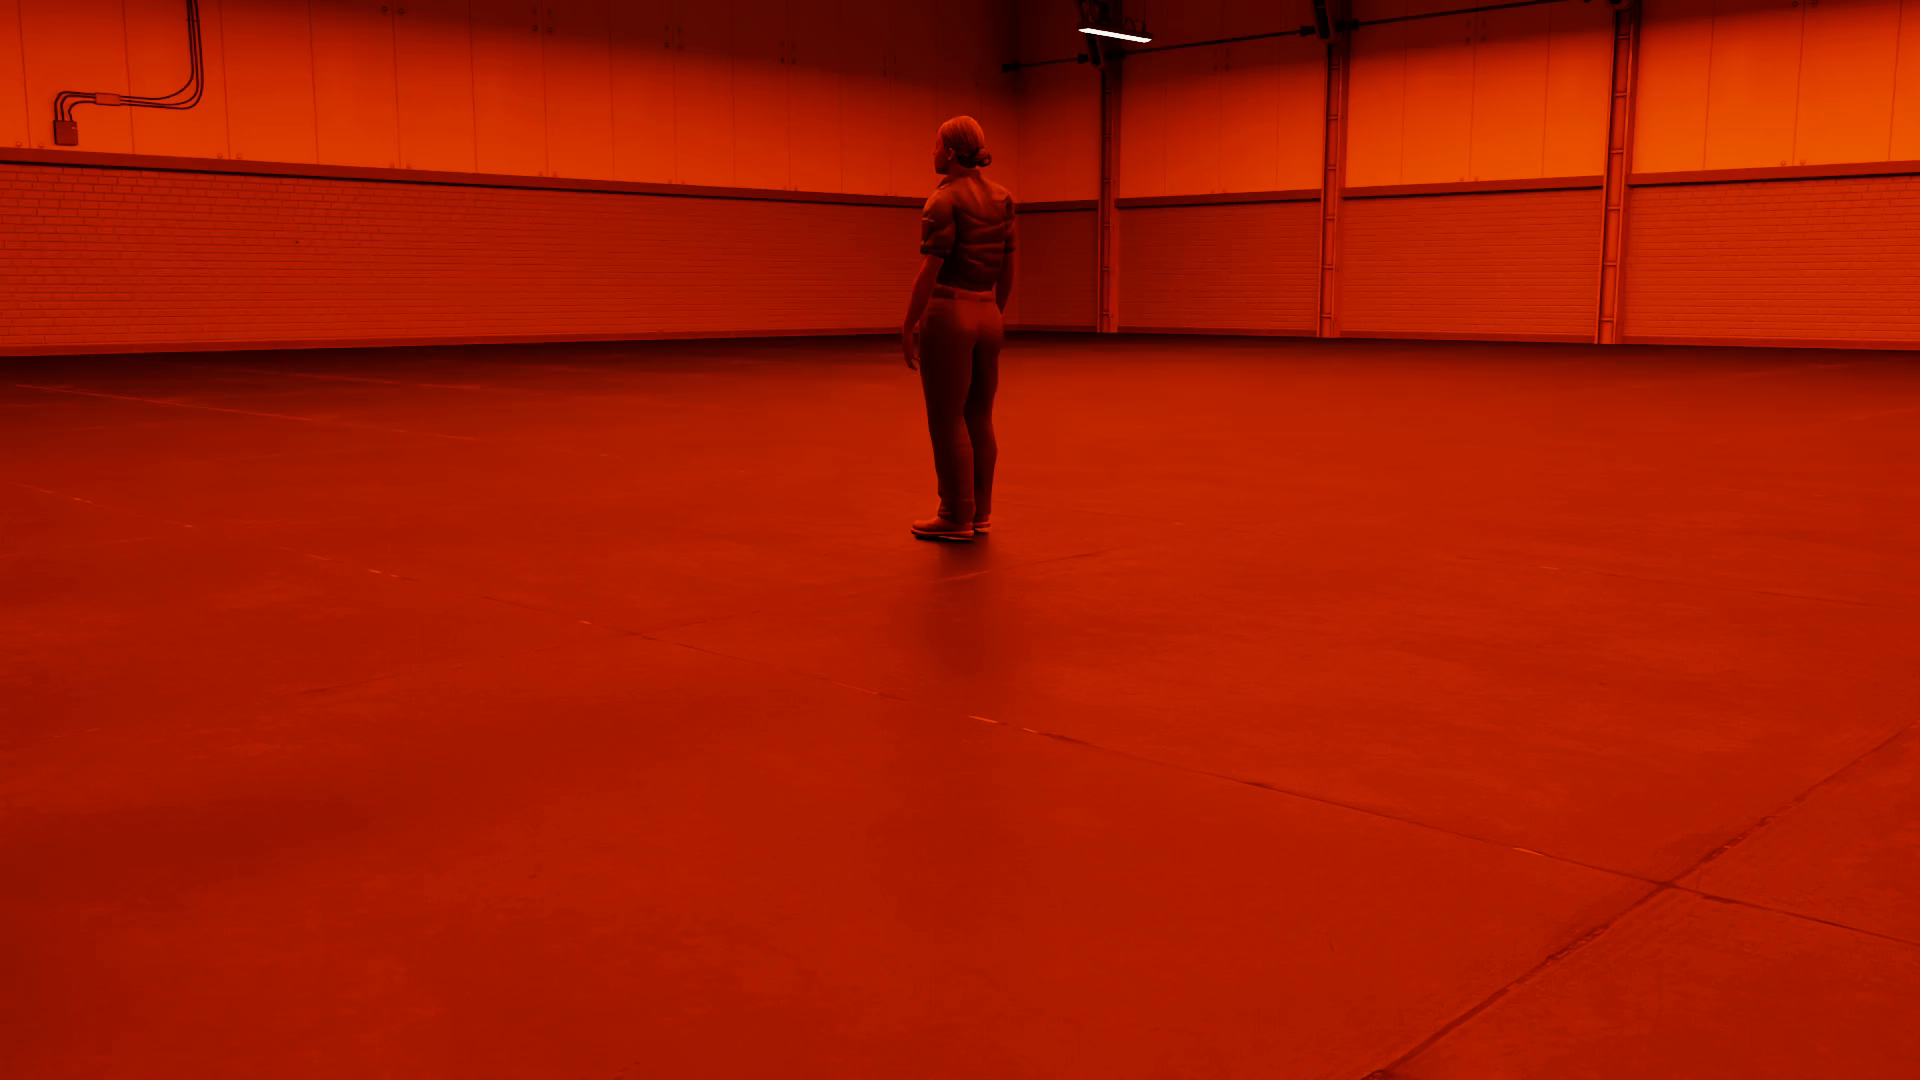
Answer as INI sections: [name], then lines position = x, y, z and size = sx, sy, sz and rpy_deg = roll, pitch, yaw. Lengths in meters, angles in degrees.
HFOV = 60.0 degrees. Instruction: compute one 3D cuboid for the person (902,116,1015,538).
[person]
position = -0.049, -0.837, 6.668
size = 0.503, 1.656, 0.569
rpy_deg = 8, 12, 43
